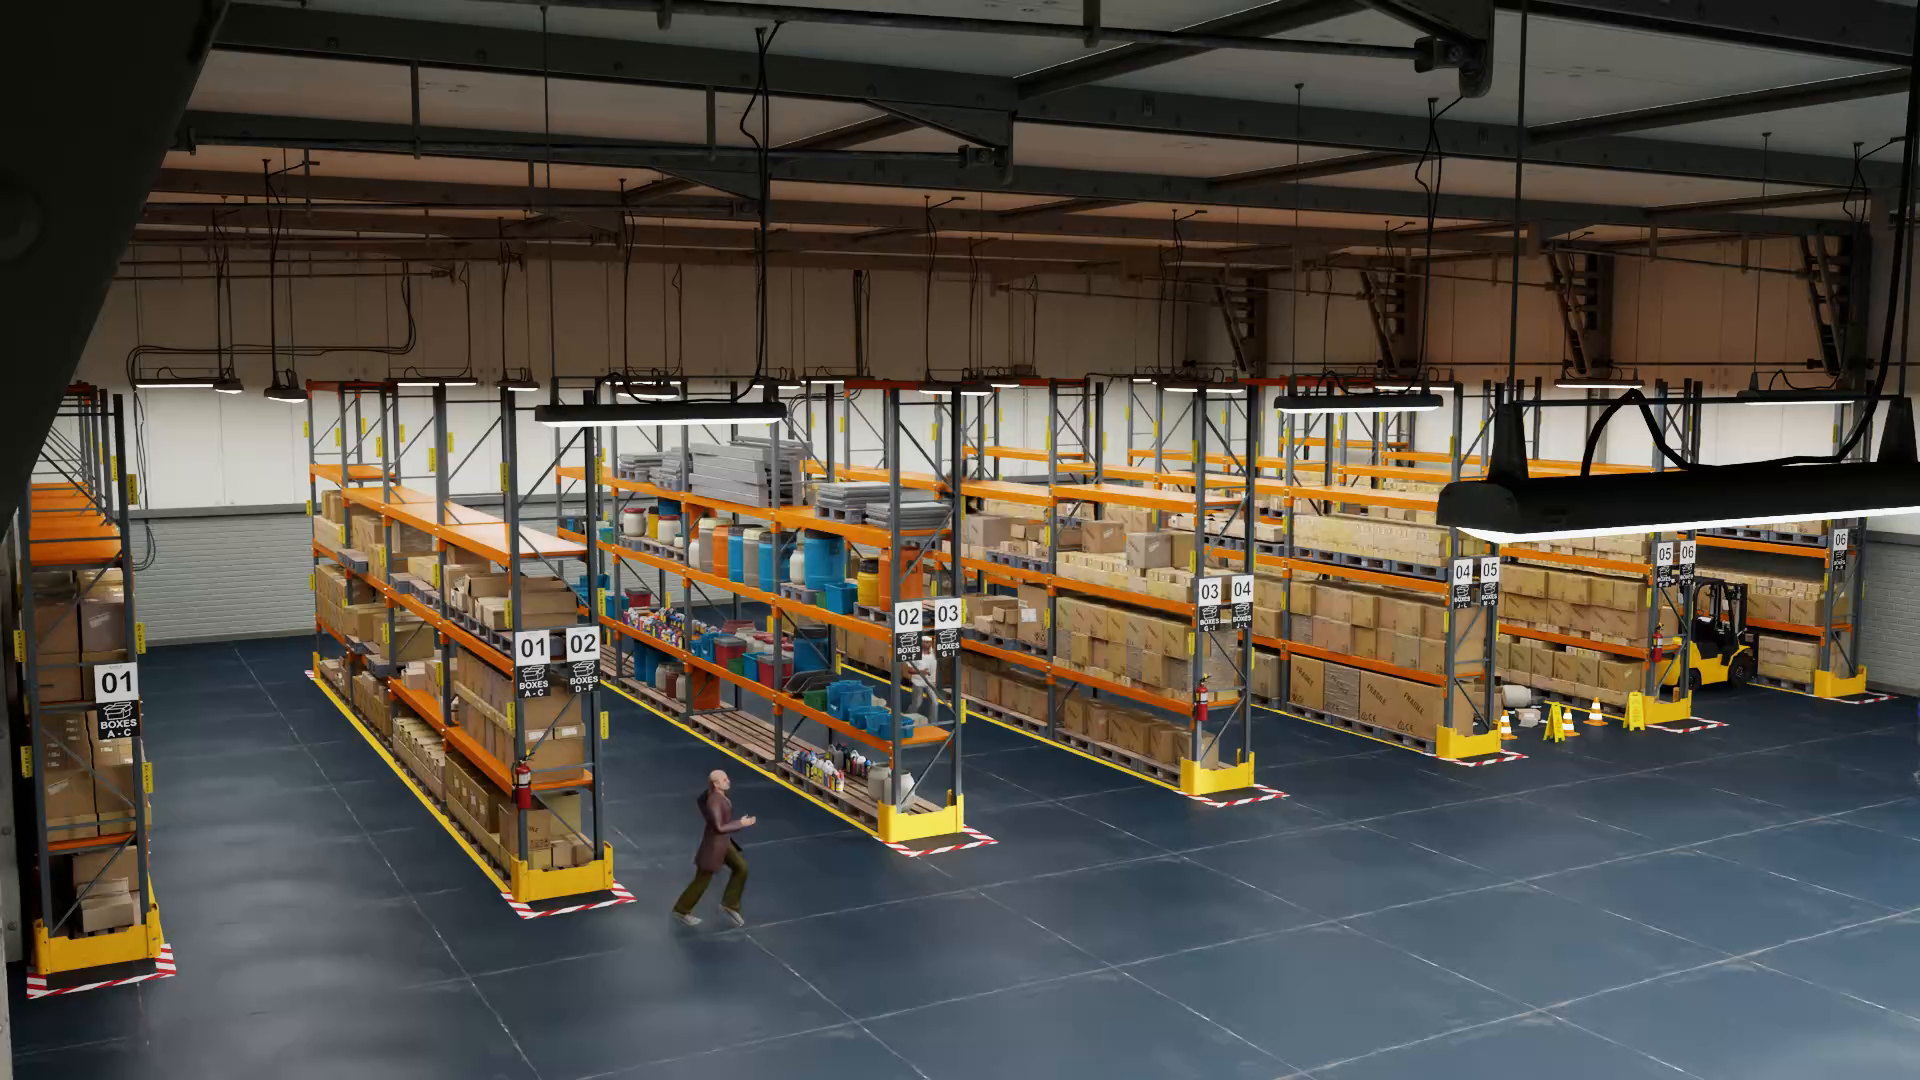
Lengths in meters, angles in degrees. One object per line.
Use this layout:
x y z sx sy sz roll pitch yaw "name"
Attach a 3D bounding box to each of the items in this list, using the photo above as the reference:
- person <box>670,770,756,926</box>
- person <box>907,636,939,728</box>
-2.763 3.468 18.694 0.971 1.824 0.733 0 6 3 "person"
-0.644 2.450 28.180 0.640 1.796 0.890 -4 7 -33 "person"
